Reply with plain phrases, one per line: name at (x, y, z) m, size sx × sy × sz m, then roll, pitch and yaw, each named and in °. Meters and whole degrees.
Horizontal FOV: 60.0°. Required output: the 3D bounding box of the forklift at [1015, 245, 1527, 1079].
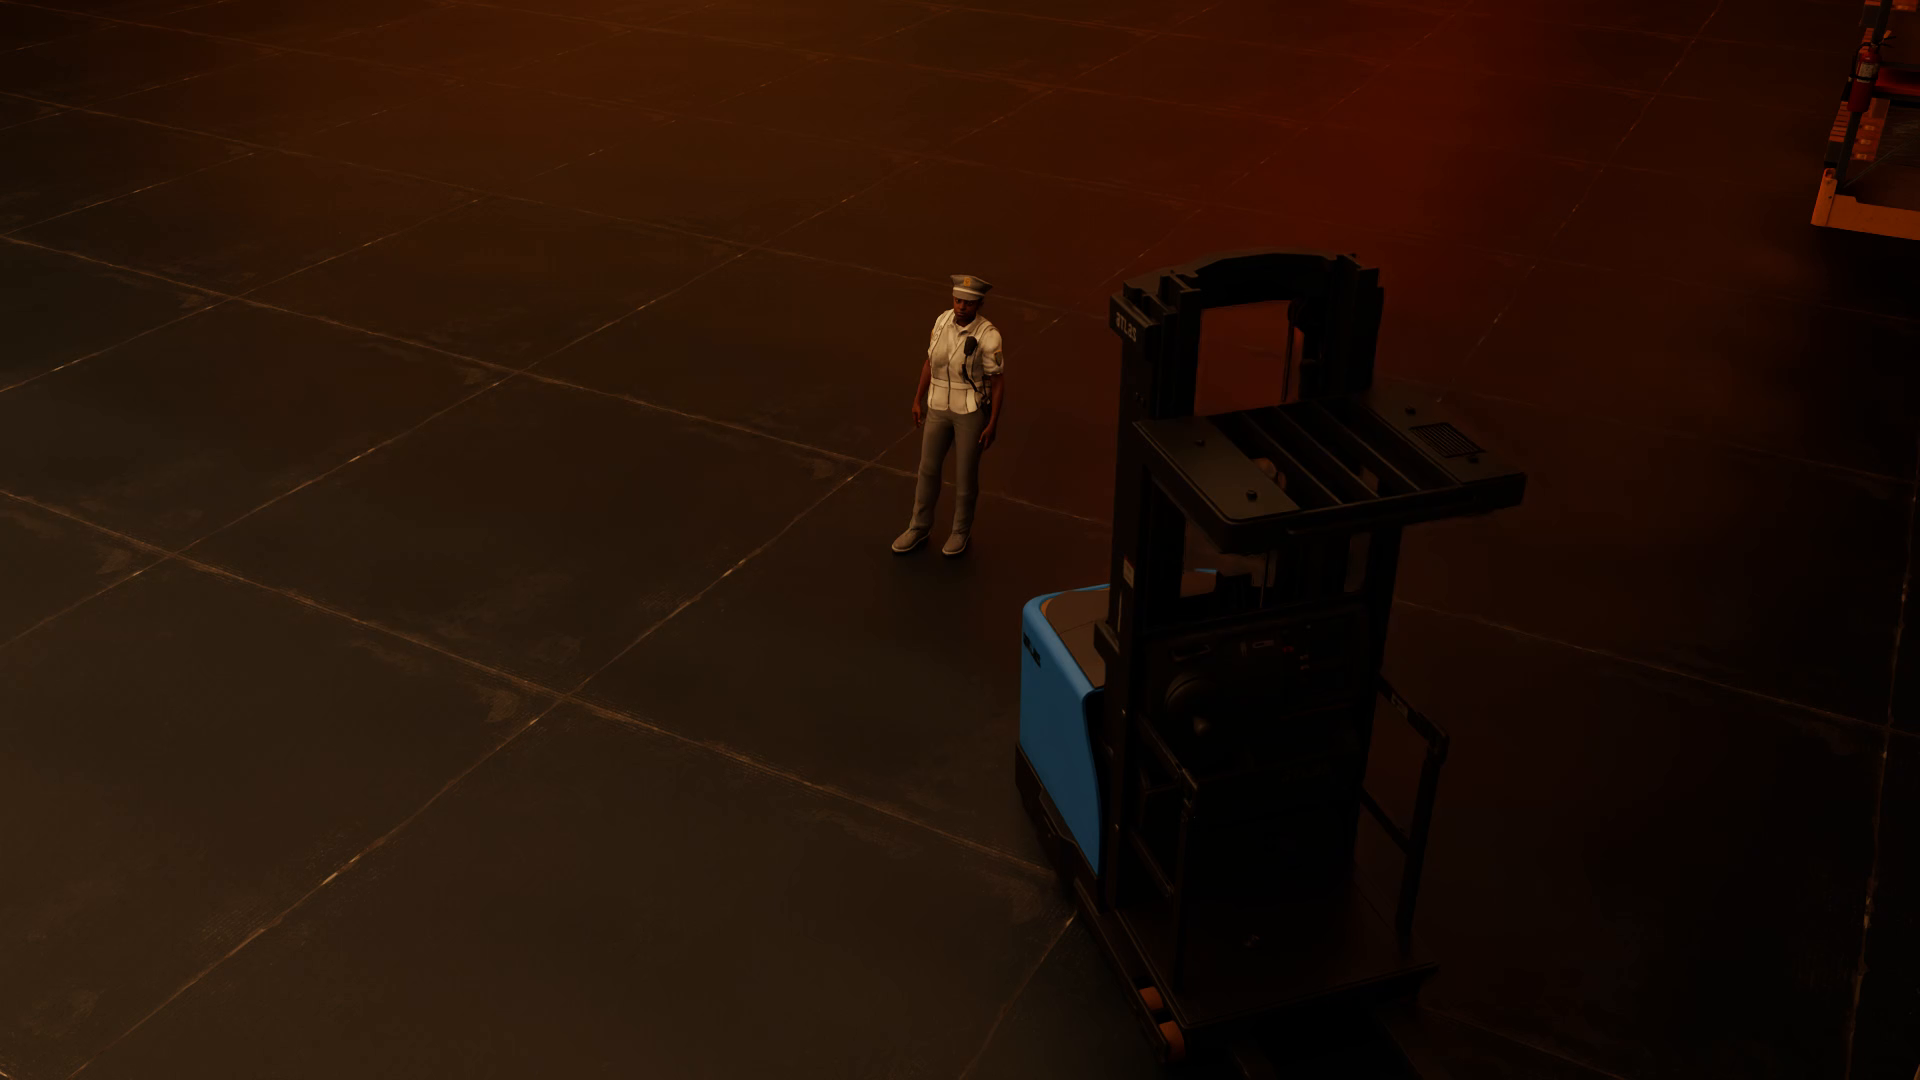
forklift at (1.201, 0.543, 6.130) m, size 1.130 × 2.935 × 3.031 m, roll -9°, pitch 31°, yaw -16°

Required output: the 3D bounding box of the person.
person at (-0.053, -0.712, 9.527) m, size 0.570 × 1.695 × 0.530 m, roll 15°, pitch 33°, yaw 25°
